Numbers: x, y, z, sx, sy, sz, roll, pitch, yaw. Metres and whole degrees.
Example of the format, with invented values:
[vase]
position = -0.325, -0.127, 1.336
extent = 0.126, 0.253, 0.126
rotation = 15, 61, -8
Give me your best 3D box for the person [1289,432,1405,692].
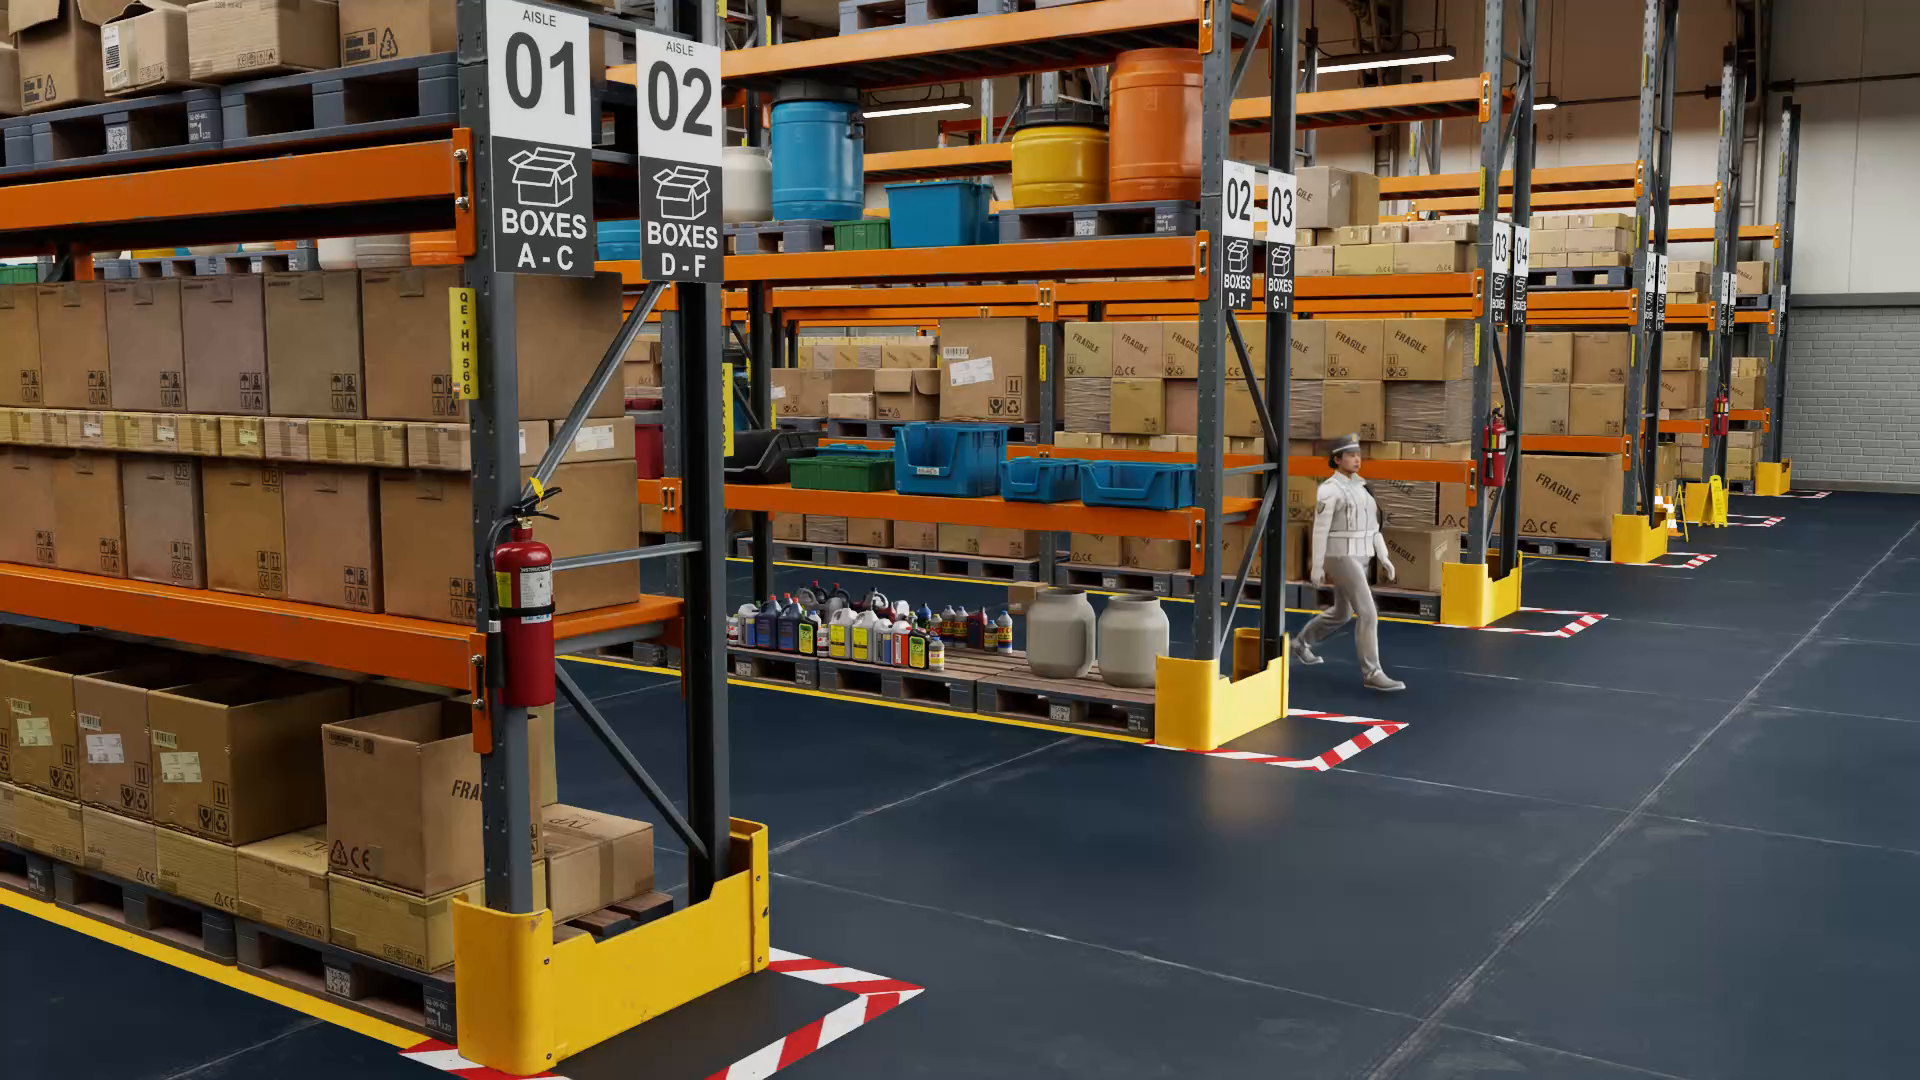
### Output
[person]
position = 2.532, 0.113, 10.867
extent = 0.992, 1.637, 0.490
rotation = 6, 9, 44
